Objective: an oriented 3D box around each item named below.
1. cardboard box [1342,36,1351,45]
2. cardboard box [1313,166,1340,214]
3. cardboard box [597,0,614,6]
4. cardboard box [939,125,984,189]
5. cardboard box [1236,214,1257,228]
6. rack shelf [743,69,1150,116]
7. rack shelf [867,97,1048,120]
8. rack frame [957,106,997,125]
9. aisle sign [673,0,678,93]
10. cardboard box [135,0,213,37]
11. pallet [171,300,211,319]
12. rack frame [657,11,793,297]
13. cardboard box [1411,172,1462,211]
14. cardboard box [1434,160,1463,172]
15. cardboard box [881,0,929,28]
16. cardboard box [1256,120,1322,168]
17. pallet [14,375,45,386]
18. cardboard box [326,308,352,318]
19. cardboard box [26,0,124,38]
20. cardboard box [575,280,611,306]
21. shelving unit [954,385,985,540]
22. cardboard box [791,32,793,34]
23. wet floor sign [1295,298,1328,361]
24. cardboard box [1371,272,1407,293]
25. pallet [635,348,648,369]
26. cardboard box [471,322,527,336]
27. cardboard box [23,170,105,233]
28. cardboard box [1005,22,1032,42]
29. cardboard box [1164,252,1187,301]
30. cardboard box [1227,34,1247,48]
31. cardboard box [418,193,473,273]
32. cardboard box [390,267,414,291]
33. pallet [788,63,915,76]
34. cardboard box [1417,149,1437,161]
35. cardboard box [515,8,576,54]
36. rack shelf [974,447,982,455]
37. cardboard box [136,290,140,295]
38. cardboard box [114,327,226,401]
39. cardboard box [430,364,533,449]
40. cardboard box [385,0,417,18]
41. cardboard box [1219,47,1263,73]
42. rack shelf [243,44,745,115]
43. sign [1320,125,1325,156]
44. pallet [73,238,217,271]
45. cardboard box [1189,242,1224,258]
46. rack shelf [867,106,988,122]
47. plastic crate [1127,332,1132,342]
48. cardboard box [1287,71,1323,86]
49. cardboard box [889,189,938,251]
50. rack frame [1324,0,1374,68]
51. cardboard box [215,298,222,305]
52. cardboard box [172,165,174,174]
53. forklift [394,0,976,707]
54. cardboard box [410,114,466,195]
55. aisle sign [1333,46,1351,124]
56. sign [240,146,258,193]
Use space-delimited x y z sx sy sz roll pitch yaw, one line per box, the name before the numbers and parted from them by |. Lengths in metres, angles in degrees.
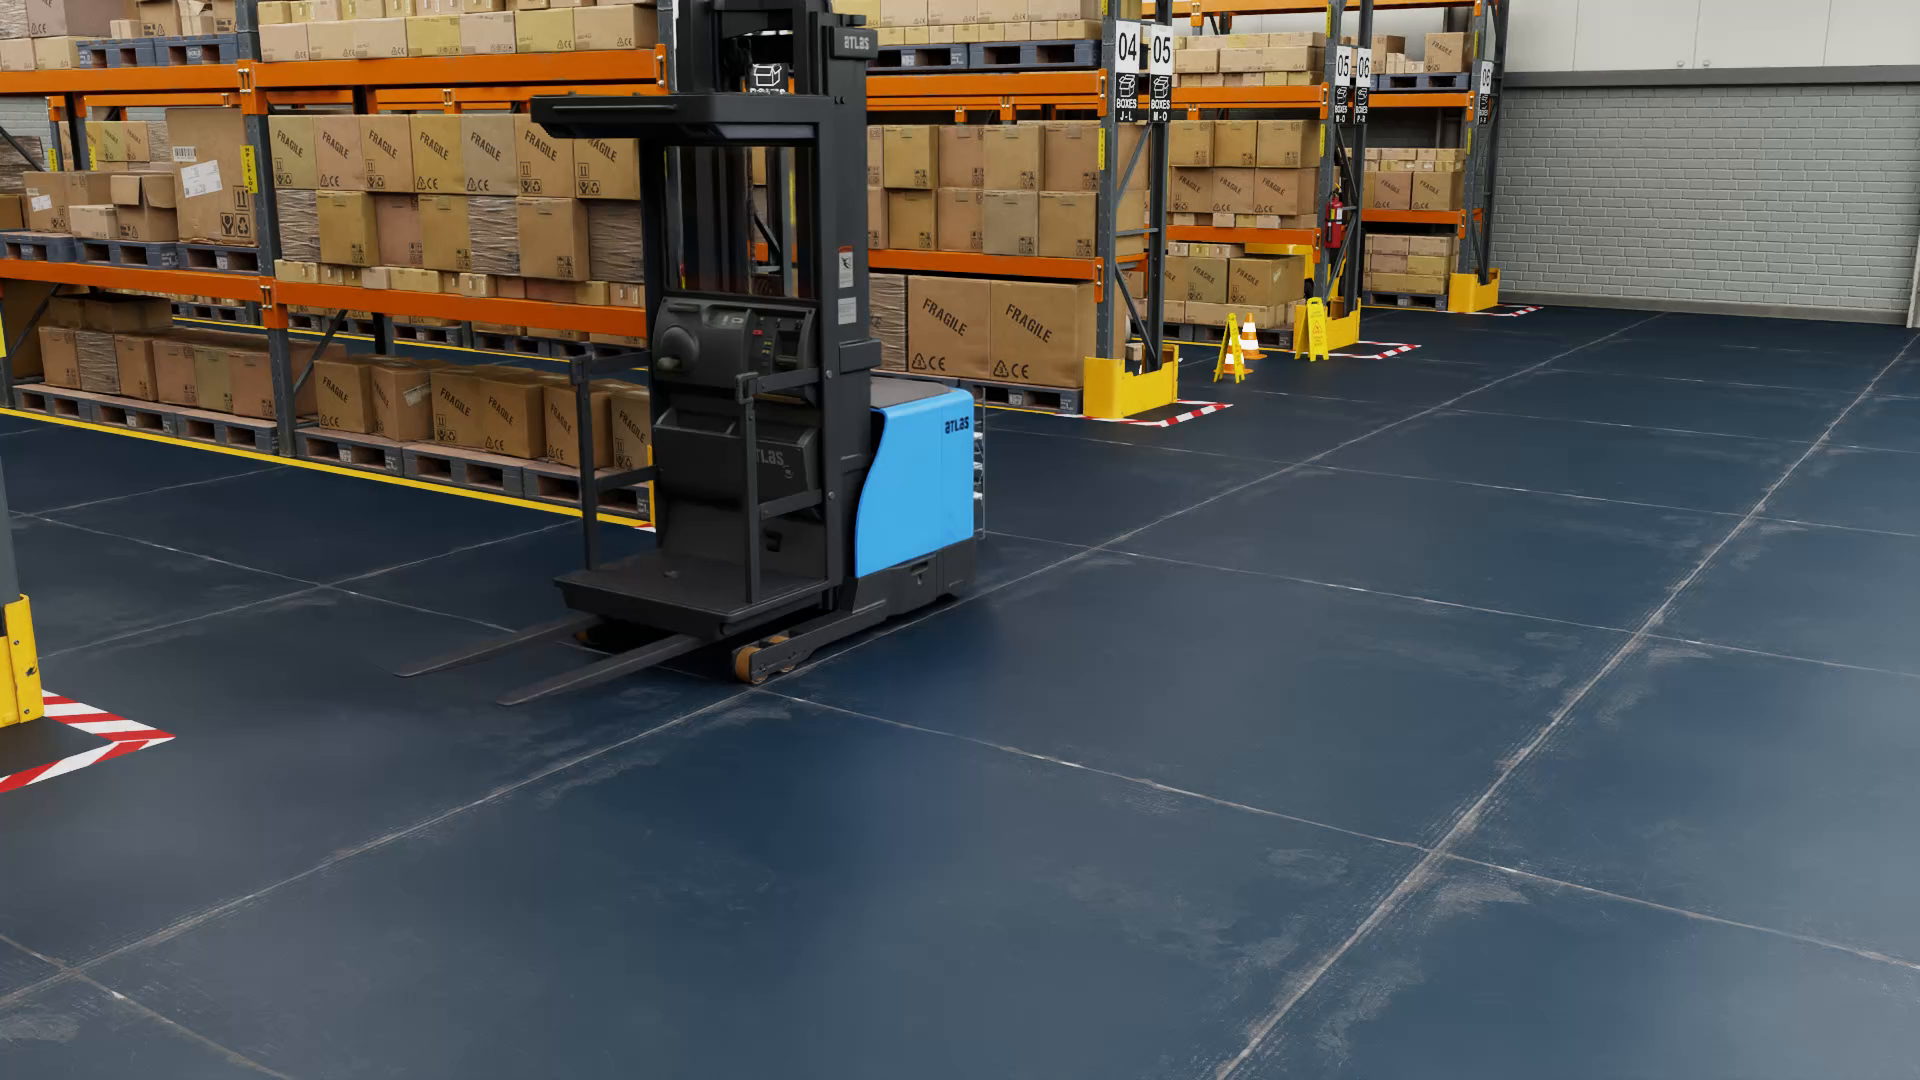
cardboard box | 5.150 -6.604 22.721 0.637 0.503 0.797 10 17 35
cardboard box | 3.906 -3.913 18.562 0.500 0.500 0.500 9 16 32
cardboard box | -1.942 -3.236 9.892 0.250 0.149 0.380 9 16 31
cardboard box | 0.282 -3.413 14.809 0.550 0.550 0.875 9 17 33
cardboard box | 3.241 -3.538 18.394 0.250 0.149 0.380 9 16 32
rack shelf | -0.194 -3.976 14.897 4.000 0.370 1.077 9 17 33
rack shelf | -0.835 -5.513 21.106 4.000 0.370 1.077 9 17 33
rack frame | 0.273 -5.665 26.464 0.127 3.000 1.000 9 17 33
aisle sign | -1.503 -2.819 9.560 0.004 0.787 0.394 9 17 33
cardboard box | -5.823 -4.081 12.735 0.637 0.503 0.797 10 17 35
pallet | -10.086 -3.103 21.920 1.213 0.211 1.003 9 17 33
rack frame | -1.387 -1.626 10.148 0.127 3.000 1.000 9 17 33
cardboard box | 6.356 -4.654 22.173 0.500 0.500 0.500 9 16 32
cardboard box | 6.467 -4.946 22.002 0.250 0.149 0.380 9 17 34
cardboard box | -0.346 -4.593 14.505 0.500 0.250 0.500 9 17 33
cardboard box | 3.598 -4.305 18.063 0.500 0.500 0.700 9 16 31
pallet | -8.637 -1.466 15.304 1.213 0.211 1.003 9 17 33
cardboard box | -7.145 -2.911 19.667 0.500 0.500 0.500 10 17 34
cardboard box | -6.939 -4.197 13.043 0.500 0.500 0.500 9 16 31
cardboard box | -2.182 -1.558 10.396 0.250 0.149 0.380 9 17 33
shelving unit | -0.007 -0.438 9.719 0.210 0.900 0.258 9 17 33
cardboard box | -1.319 -4.539 15.116 0.250 0.149 0.380 9 17 33
wet floor sign | 3.704 -2.220 17.448 0.267 0.644 0.232 -10 17 -35
cardboard box | 5.938 -3.529 22.687 0.500 0.250 0.500 9 17 33
pallet | -2.536 -1.872 16.947 1.213 0.211 1.003 9 17 33
cardboard box | -4.718 -2.686 18.239 0.750 0.750 1.050 9 16 32
cardboard box | -7.555 -2.886 14.159 0.500 0.500 0.500 7 15 26
cardboard box | 0.578 -4.233 13.878 0.250 0.149 0.380 9 17 34
cardboard box | 2.484 -3.028 19.103 0.500 0.500 0.500 9 16 32
cardboard box | 3.102 -5.426 18.122 0.250 0.149 0.380 9 17 33
cardboard box | -3.109 -2.086 11.180 0.500 0.500 0.875 9 17 33
cardboard box | -3.644 -1.789 11.329 0.250 0.149 0.380 9 17 33
pallet | -1.181 -4.439 15.453 1.213 0.211 1.003 9 17 33
cardboard box | 6.274 -5.132 22.137 0.250 0.149 0.380 9 17 33
cardboard box | -2.345 -3.089 10.130 0.500 0.250 0.500 9 17 33
rack shelf | -0.007 -0.493 9.706 0.200 0.077 0.258 9 17 33
cardboard box | -10.667 -3.311 22.013 0.250 0.149 0.380 9 17 33
cardboard box | -6.516 -1.466 13.790 0.500 0.500 0.700 11 18 37
cardboard box | -3.358 -0.948 11.738 0.500 0.500 0.500 8 16 28
cardboard box | -3.505 -3.466 10.824 0.250 0.149 0.380 9 16 32
cardboard box | 3.160 -5.214 18.096 0.500 0.250 0.500 9 16 32
rack shelf | -3.046 -3.001 10.957 4.000 0.370 1.077 9 17 33
sign | 3.818 -4.209 17.516 0.005 0.325 0.100 9 17 33
pallet | -6.360 -2.348 13.465 1.213 0.211 1.003 9 17 33
cardboard box | 2.785 -3.275 18.749 0.250 0.149 0.380 10 17 34
rack shelf | -1.387 -7.040 27.273 4.000 0.370 1.077 9 17 33
plastic crate | 1.670 -2.347 19.136 0.583 0.080 0.402 3 14 14
cardboard box | 3.692 -4.928 17.767 0.250 0.149 0.380 9 17 33
cardboard box | -0.194 -2.947 15.173 0.500 0.550 0.875 9 17 33
rack frame | 4.144 -6.514 17.409 0.127 3.000 1.000 9 17 33
cardboard box | -9.177 -3.066 21.027 0.250 0.149 0.380 10 17 34
cardboard box | -9.481 -4.482 20.858 0.500 0.500 0.500 9 16 31
forklift | -1.159 -0.921 7.445 1.130 2.935 3.031 9 17 33
cardboard box | -3.223 -2.530 10.895 0.500 0.500 0.500 9 17 33
aisle sign | 4.034 -4.797 17.550 0.004 0.787 0.394 9 17 33
sign | -5.013 -2.613 11.726 0.005 0.325 0.100 9 17 33
